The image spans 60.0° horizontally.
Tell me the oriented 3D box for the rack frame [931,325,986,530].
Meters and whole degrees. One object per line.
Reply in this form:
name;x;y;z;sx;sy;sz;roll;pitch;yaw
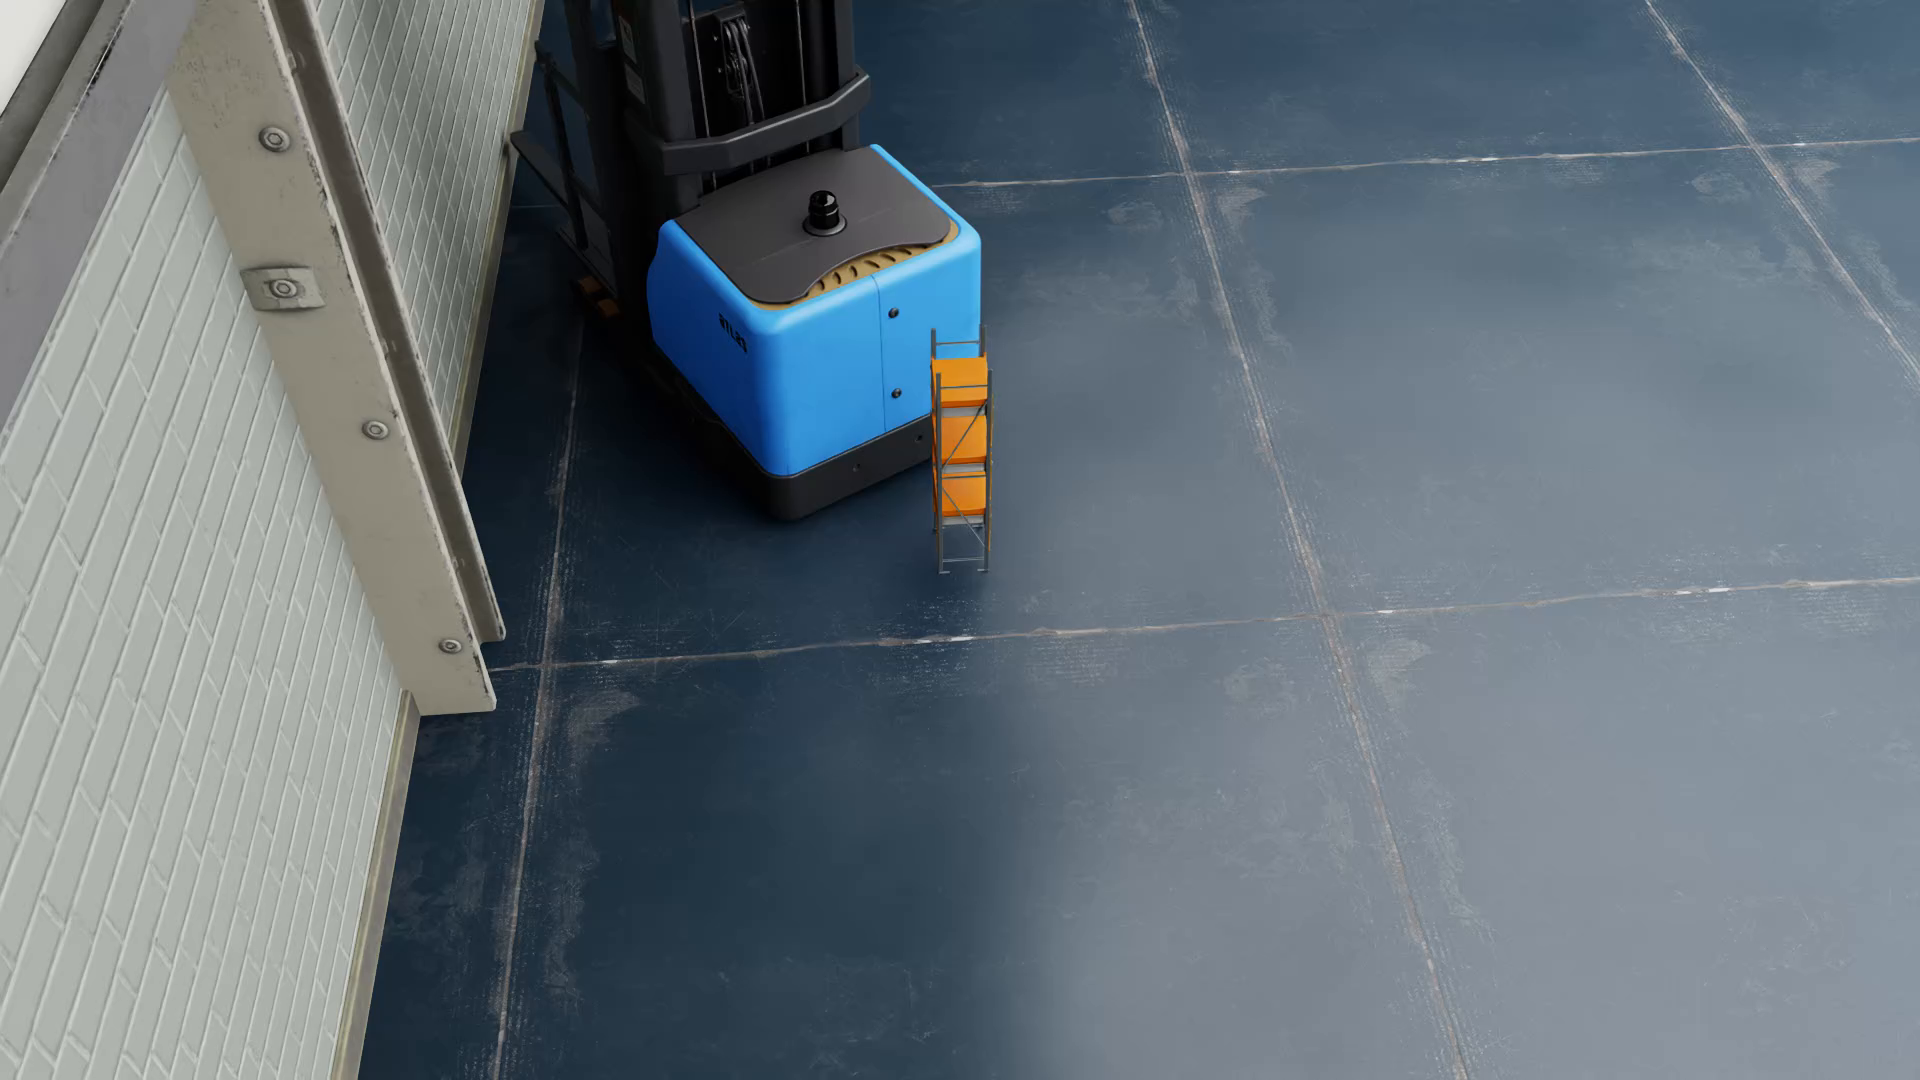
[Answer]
rack frame;-0.006;-0.411;6.416;0.200;1.050;0.008;-3;47;-3

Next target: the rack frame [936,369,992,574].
rack frame;0.015;-0.234;6.249;0.200;1.050;0.008;-3;47;-3

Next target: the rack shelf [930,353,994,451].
rack shelf;0.005;-0.510;6.134;0.215;0.259;0.240;-3;47;-3

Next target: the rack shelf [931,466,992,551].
rack shelf;0.004;-0.124;6.542;0.215;0.259;0.240;-3;47;-3

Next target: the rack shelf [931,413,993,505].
rack shelf;0.005;-0.315;6.340;0.215;0.259;0.240;-3;47;-3

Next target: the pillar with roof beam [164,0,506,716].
pillar with roof beam;2.399;-2.859;3.260;9.100;9.000;0.400;-3;47;-3

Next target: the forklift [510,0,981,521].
forklift;-1.145;-2.129;6.748;1.130;2.935;3.031;-26;52;-23

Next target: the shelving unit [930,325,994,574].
shelving unit;0.005;-0.322;6.332;0.215;1.050;0.252;-3;47;-3
